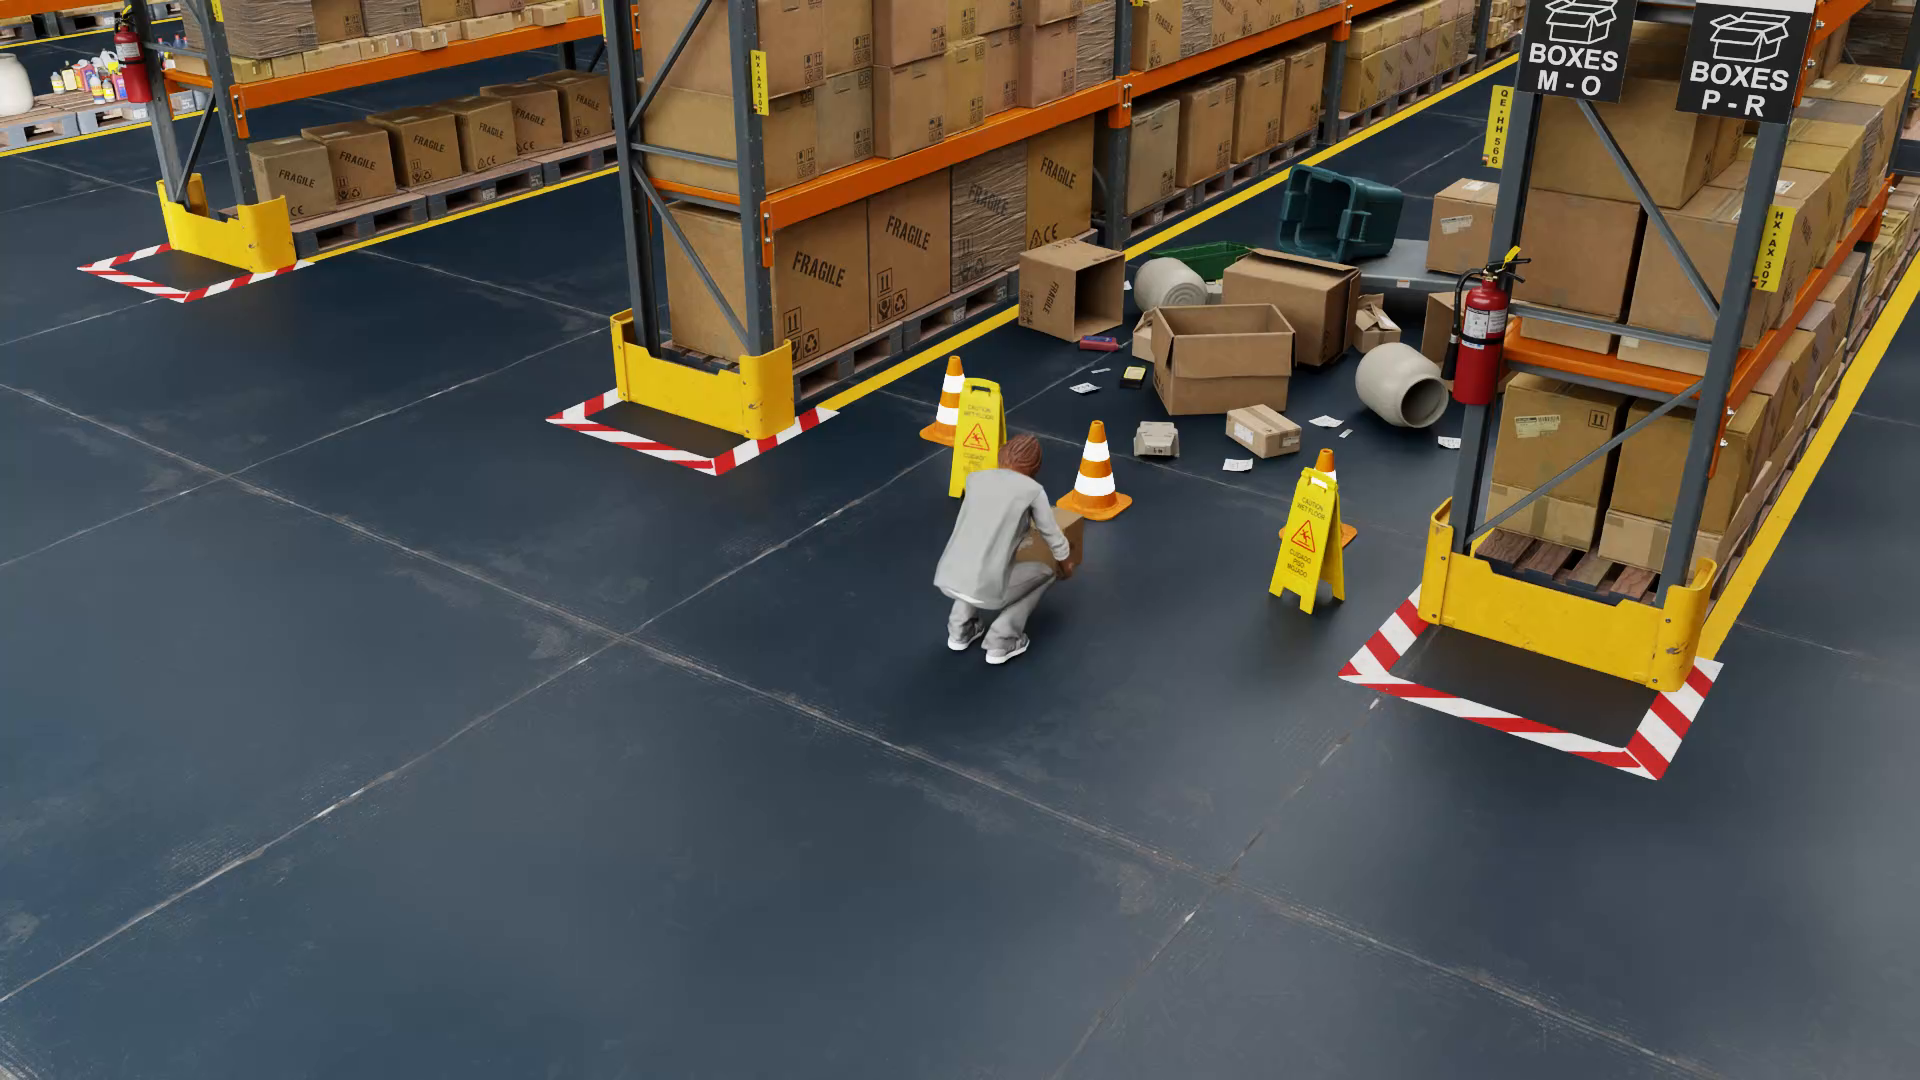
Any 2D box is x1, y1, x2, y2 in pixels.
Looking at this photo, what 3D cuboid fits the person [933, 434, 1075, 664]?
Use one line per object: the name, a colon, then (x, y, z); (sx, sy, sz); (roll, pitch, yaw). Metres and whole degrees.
person: (0.184, 0.036, 7.339); (0.445, 0.888, 0.817); (18, 32, 30)
